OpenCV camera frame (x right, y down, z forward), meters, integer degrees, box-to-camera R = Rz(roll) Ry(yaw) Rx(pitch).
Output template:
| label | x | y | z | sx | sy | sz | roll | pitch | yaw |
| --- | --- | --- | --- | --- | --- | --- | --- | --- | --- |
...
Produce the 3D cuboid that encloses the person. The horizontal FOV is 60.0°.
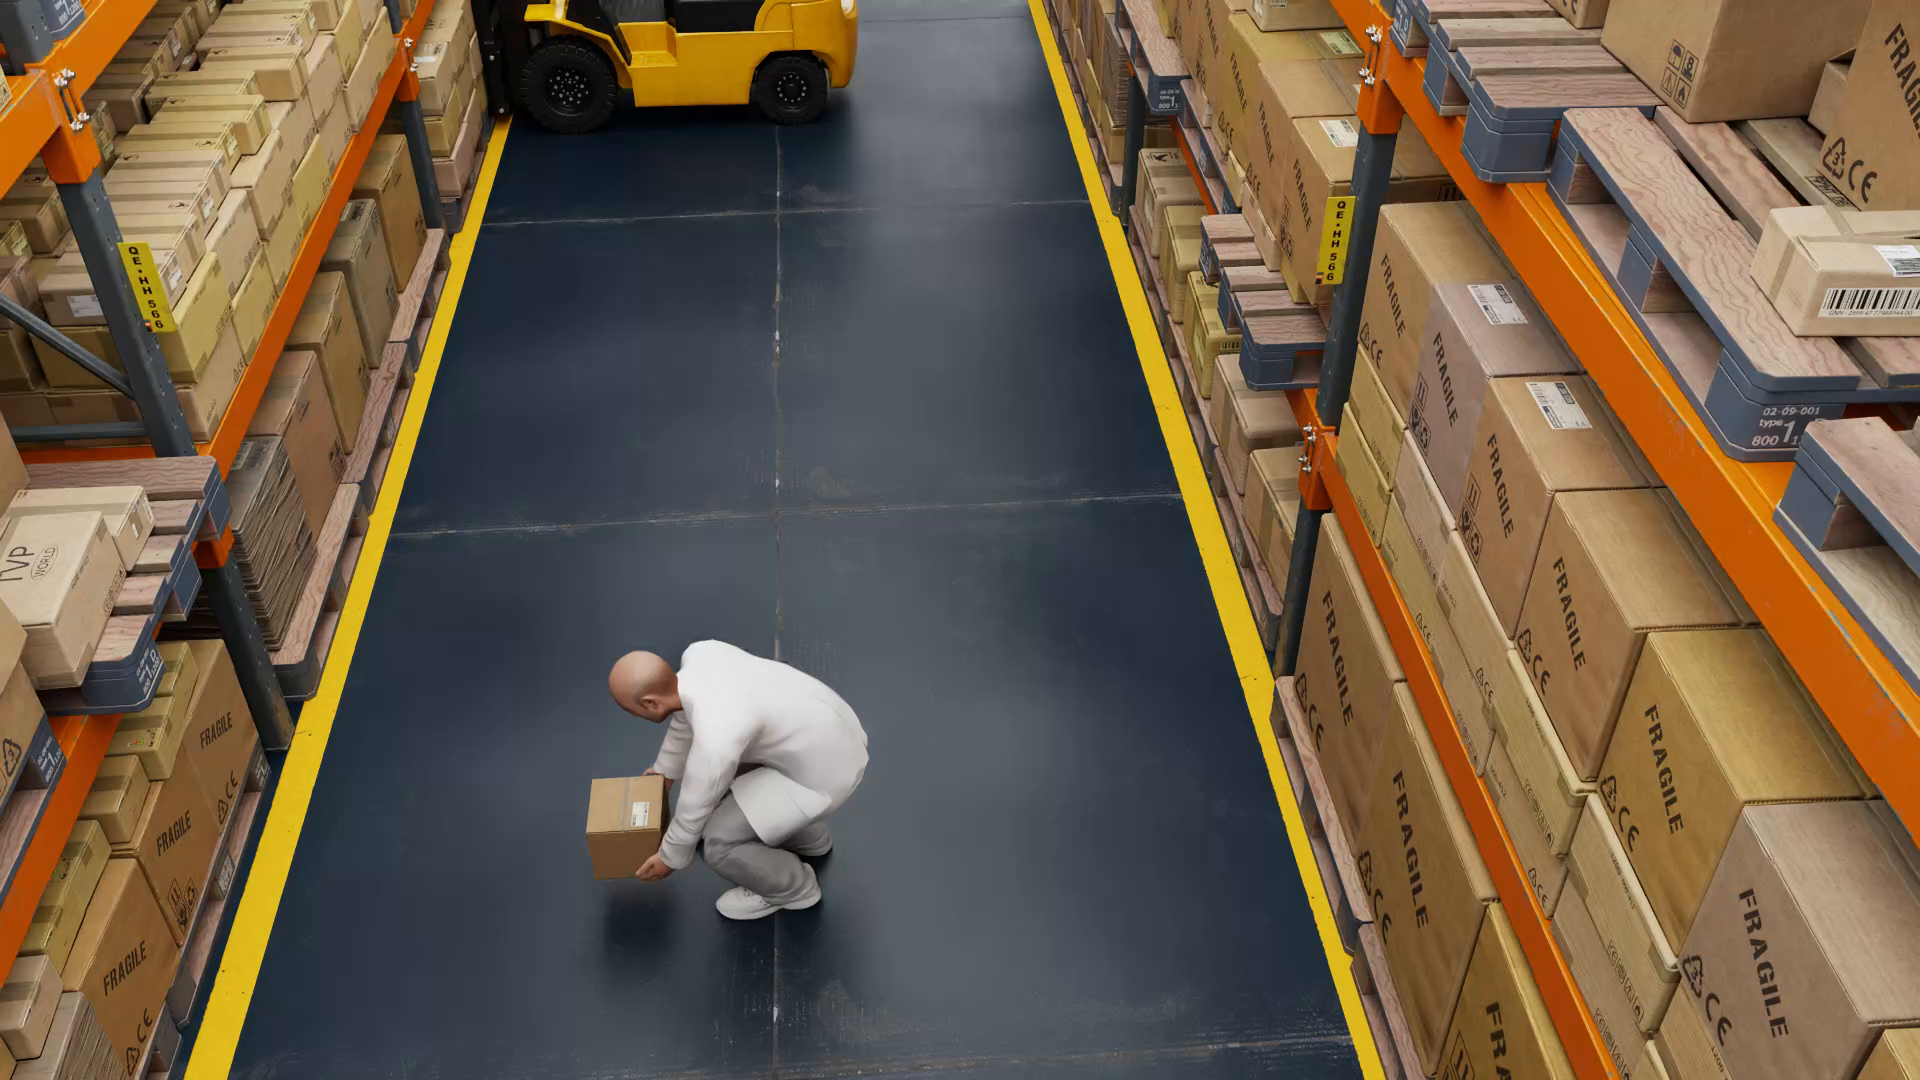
| label | x | y | z | sx | sy | sz | roll | pitch | yaw |
| --- | --- | --- | --- | --- | --- | --- | --- | --- | --- |
| person | -0.726 | 0.831 | 5.695 | 0.835 | 1.069 | 0.623 | -3 | 39 | -4 |
